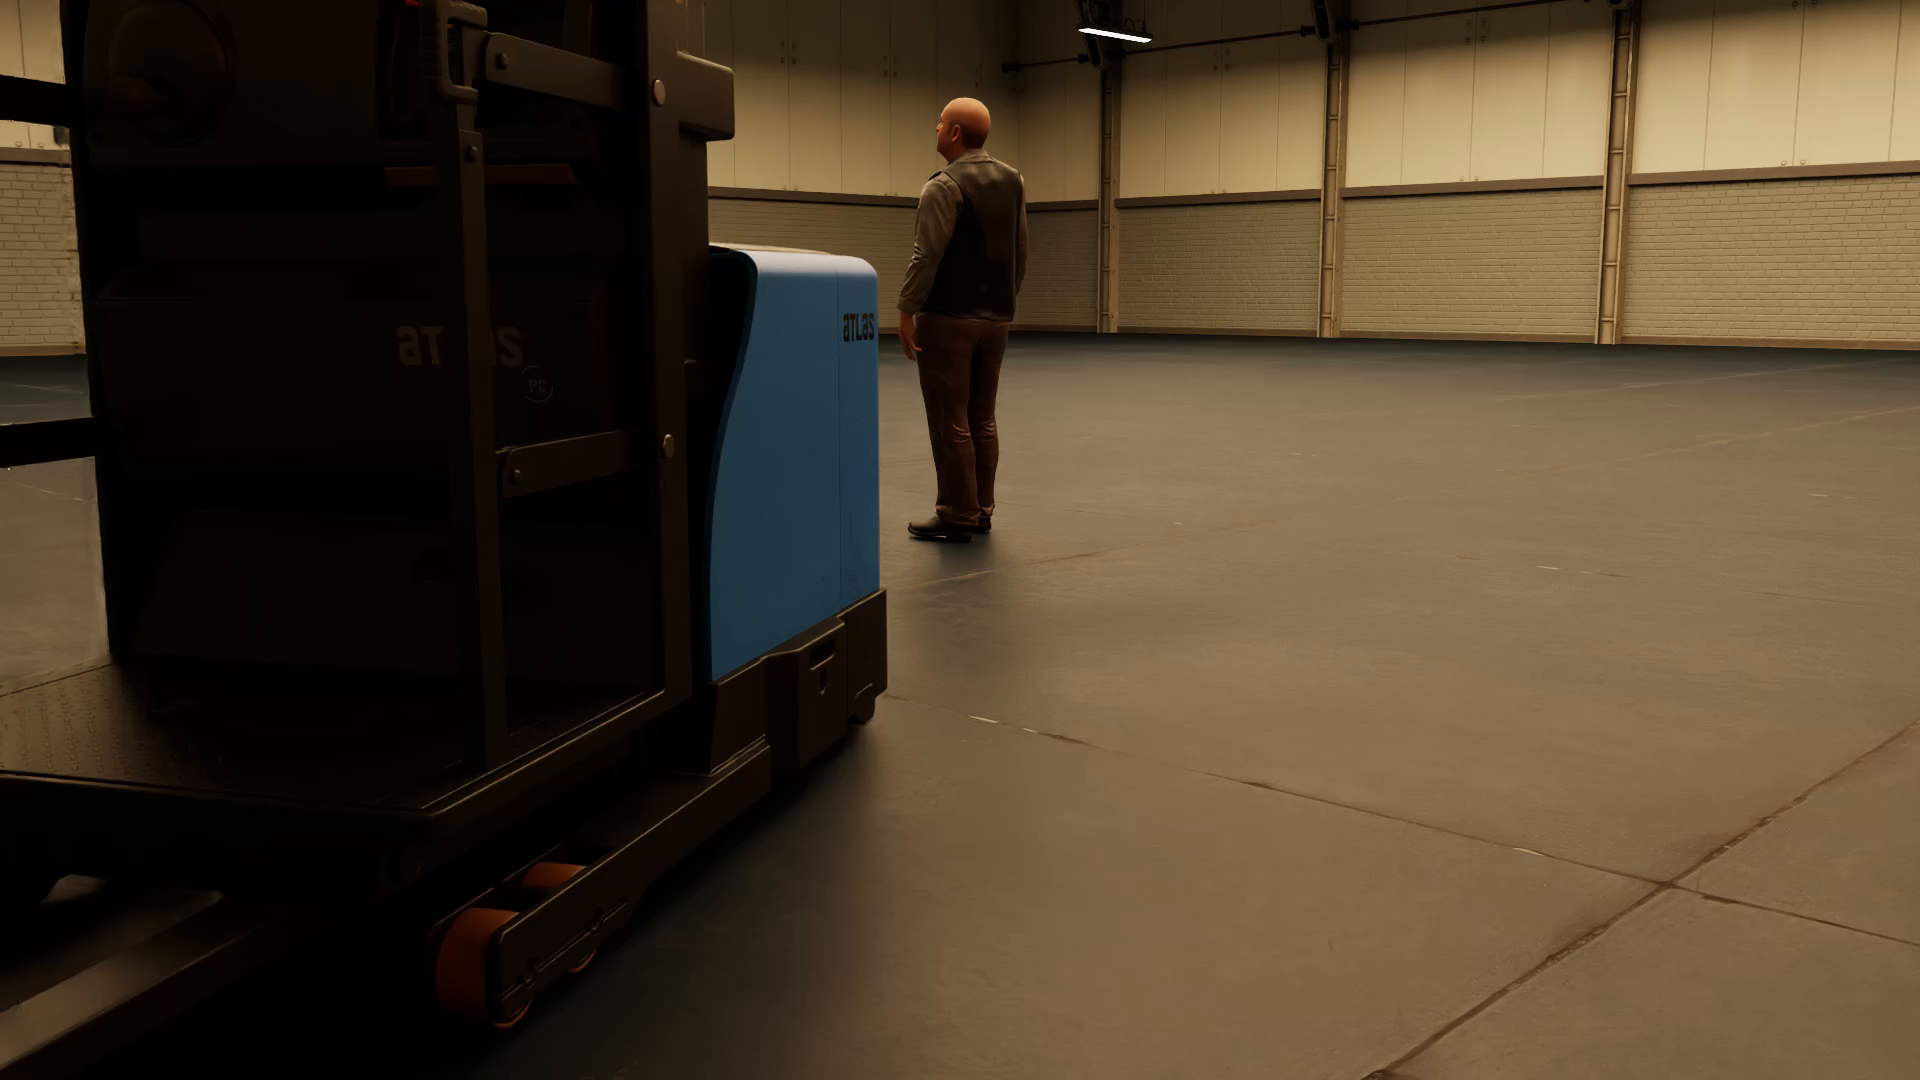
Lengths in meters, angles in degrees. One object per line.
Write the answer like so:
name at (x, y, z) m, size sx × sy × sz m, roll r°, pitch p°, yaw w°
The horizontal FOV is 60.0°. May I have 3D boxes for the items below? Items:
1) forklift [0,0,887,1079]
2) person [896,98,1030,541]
forklift at (-1.052, -0.843, 2.474) m, size 1.130 × 2.935 × 3.031 m, roll 2°, pitch 9°, yaw 15°
person at (-0.040, -0.865, 6.637) m, size 0.566 × 1.722 × 0.633 m, roll 8°, pitch 12°, yaw 43°
